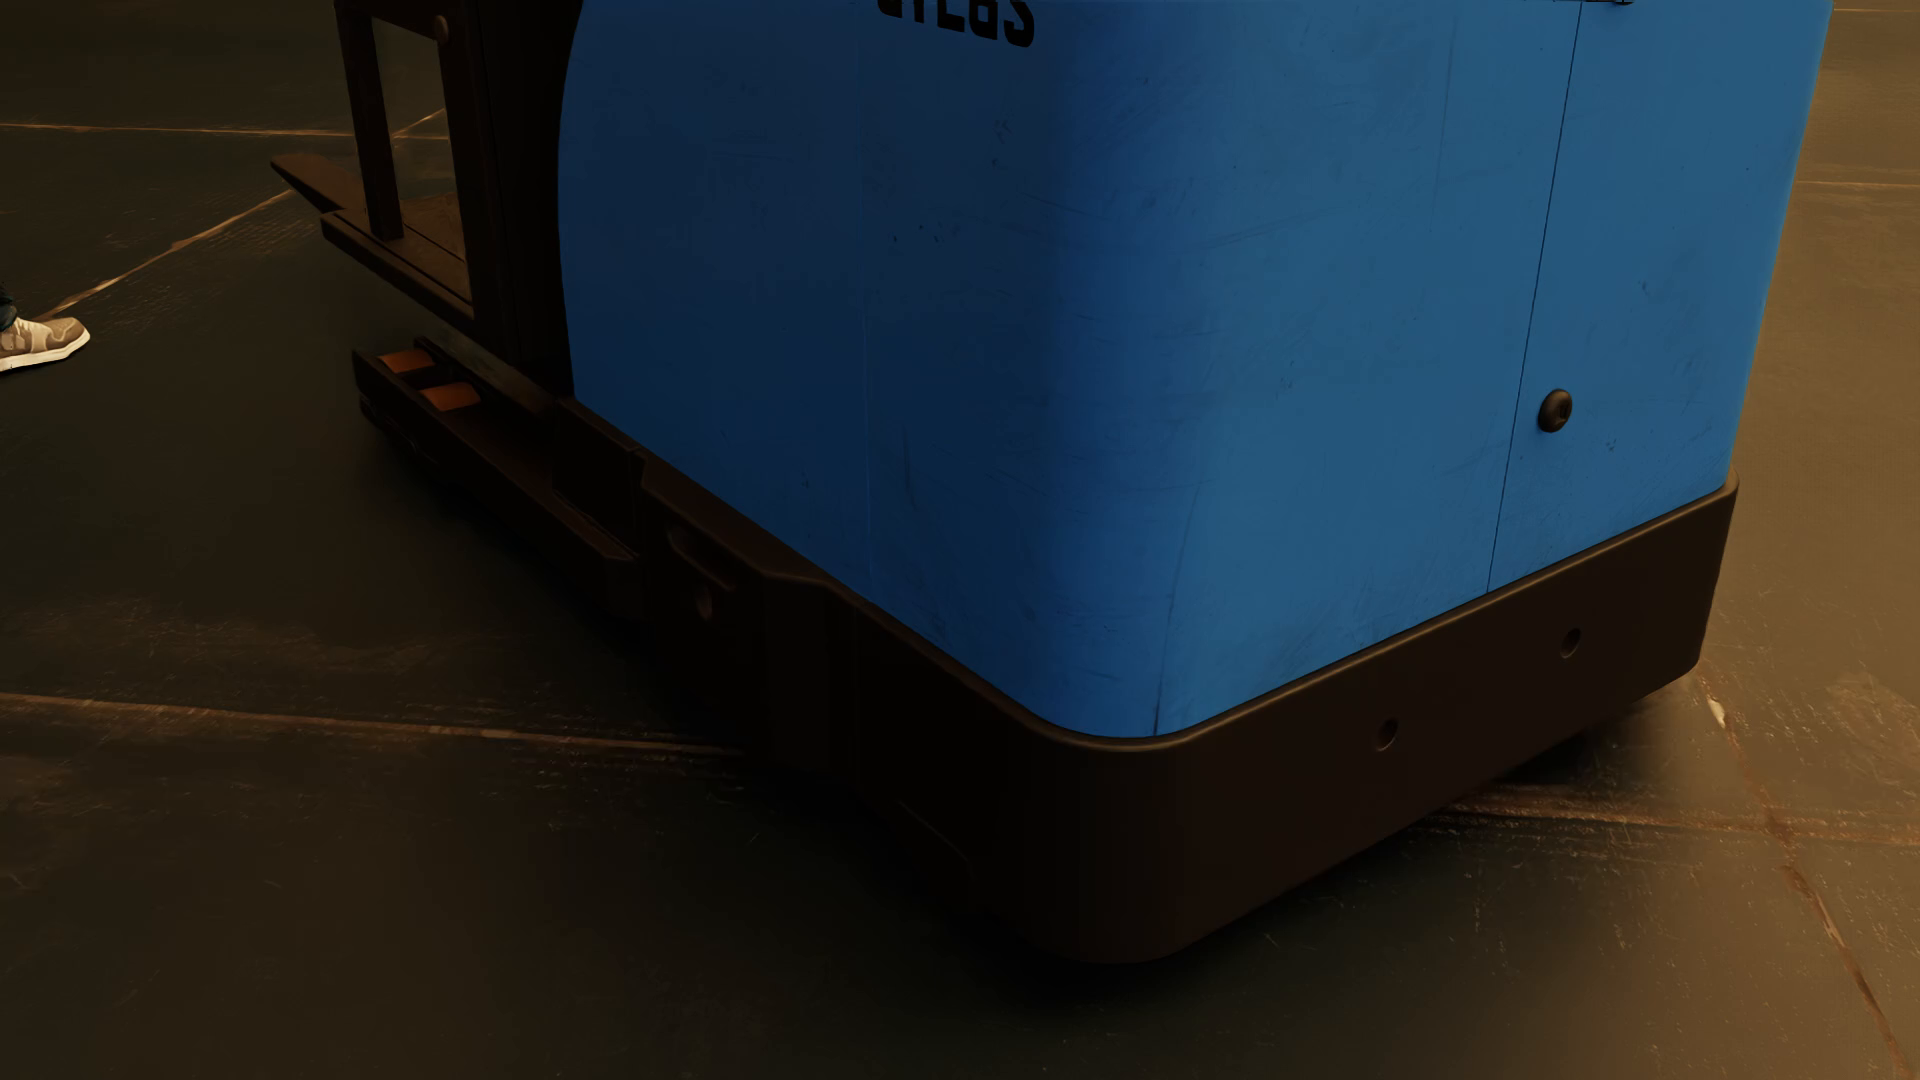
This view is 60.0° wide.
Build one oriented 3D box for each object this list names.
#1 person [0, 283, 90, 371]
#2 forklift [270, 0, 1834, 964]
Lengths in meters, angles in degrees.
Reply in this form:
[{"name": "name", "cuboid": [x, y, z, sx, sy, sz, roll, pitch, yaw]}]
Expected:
[{"name": "person", "cuboid": [-1.950, -1.052, 2.826, 0.558, 1.594, 0.365, 10, 28, 19]}, {"name": "forklift", "cuboid": [-0.363, -1.514, 2.252, 1.130, 2.935, 3.031, -18, 32, -32]}]
